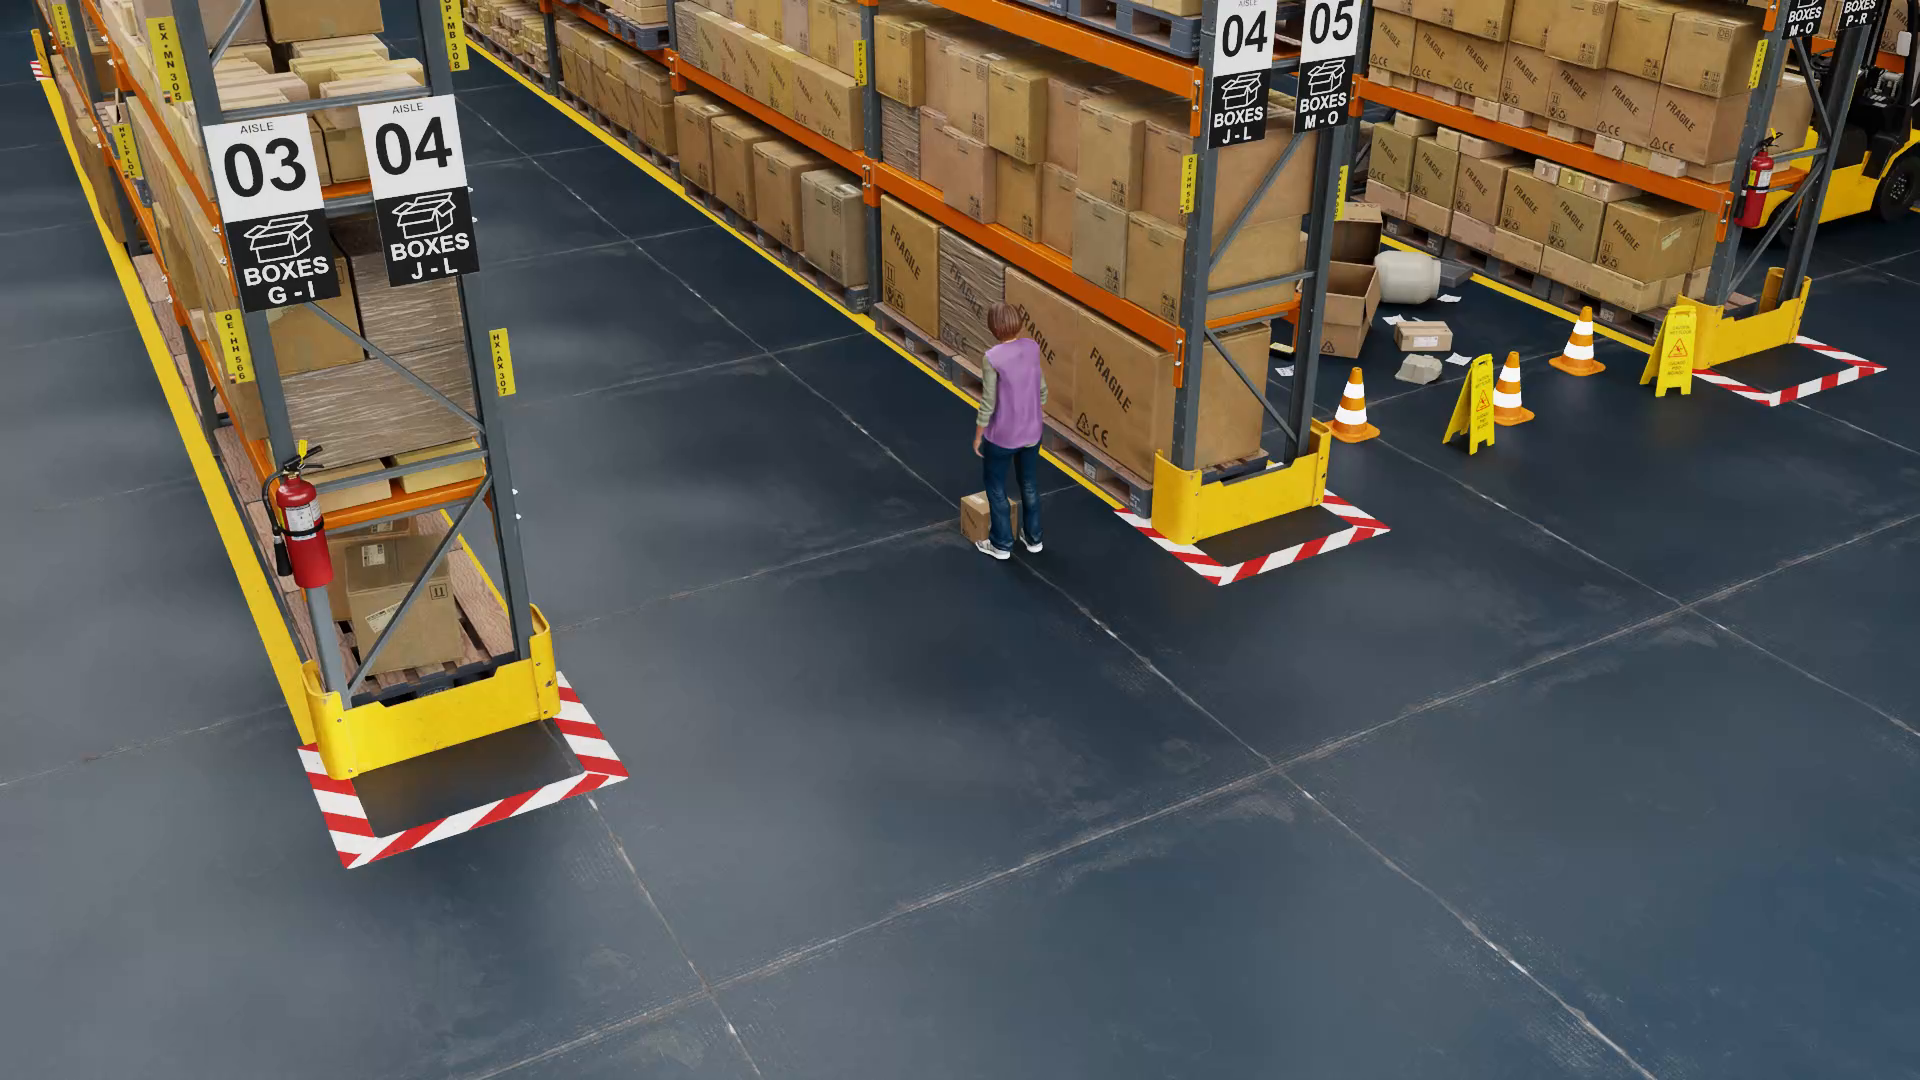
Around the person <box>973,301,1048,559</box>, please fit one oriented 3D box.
[{"bbox_3d":[0.292,-0.621,9.662,0.479,1.593,0.368,-17,34,-28],"label":"person"}]
